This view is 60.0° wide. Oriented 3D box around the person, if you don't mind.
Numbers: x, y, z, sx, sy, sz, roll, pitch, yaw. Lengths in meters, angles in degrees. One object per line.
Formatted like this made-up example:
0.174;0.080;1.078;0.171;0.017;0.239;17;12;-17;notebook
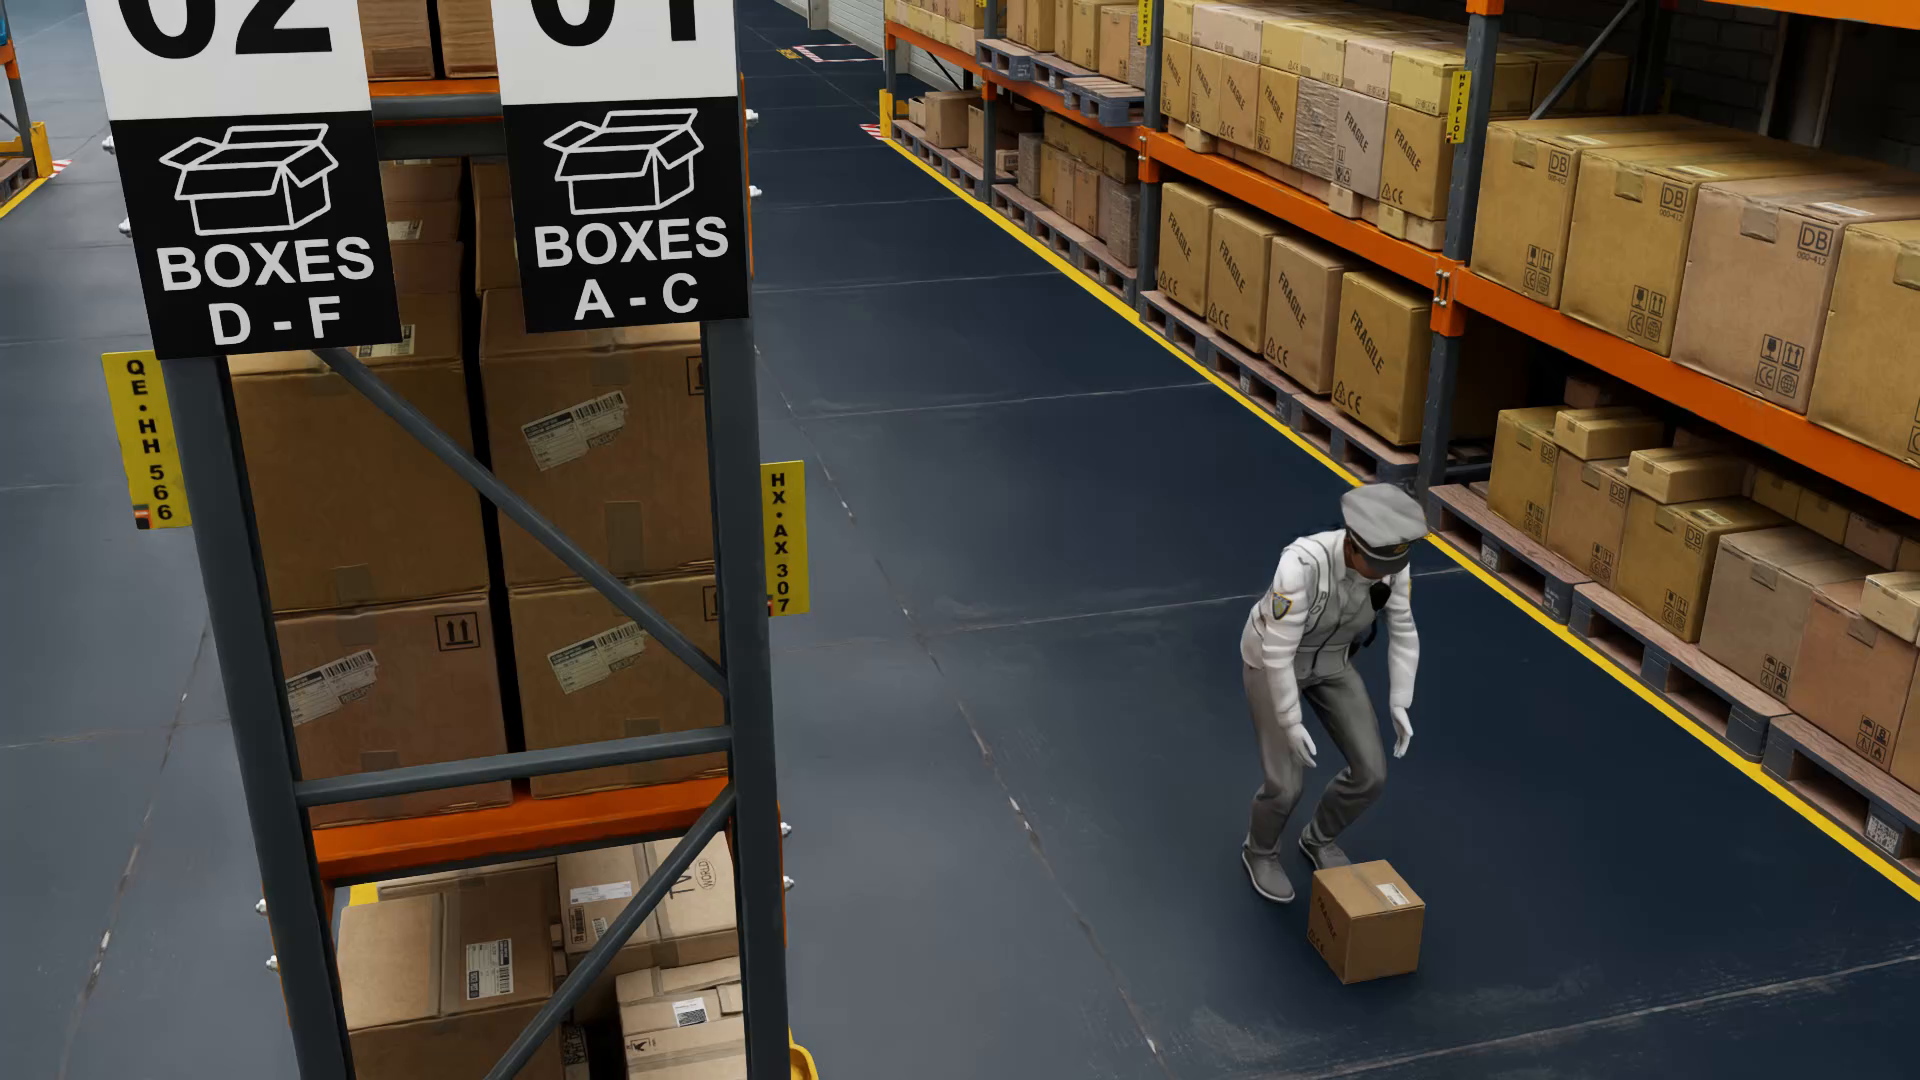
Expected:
1.176;0.467;5.281;0.533;1.455;0.654;-6;24;-14;person
